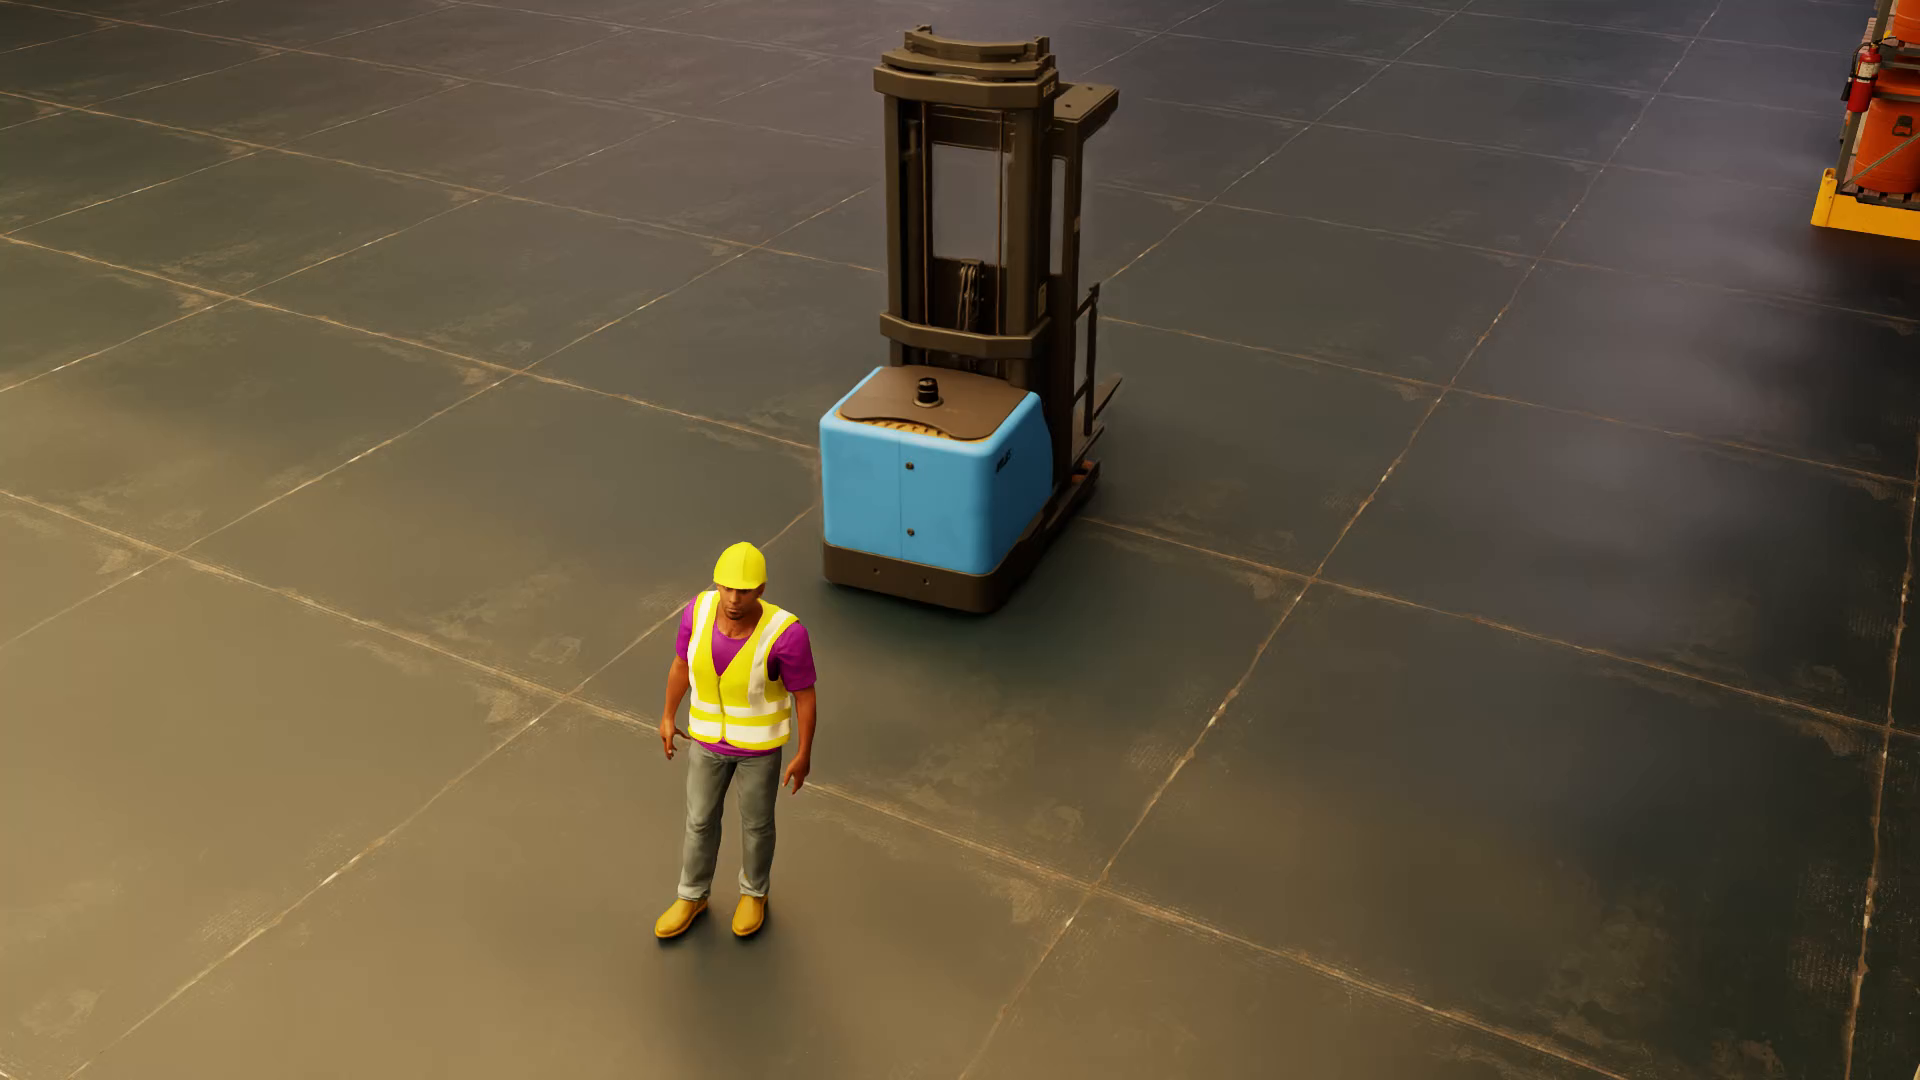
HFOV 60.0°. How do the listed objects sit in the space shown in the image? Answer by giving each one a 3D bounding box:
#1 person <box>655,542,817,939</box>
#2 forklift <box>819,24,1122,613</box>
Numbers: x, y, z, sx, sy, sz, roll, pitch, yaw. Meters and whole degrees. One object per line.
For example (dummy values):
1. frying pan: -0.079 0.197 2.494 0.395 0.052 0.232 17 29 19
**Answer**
1. person: -0.931 0.842 6.763 0.666 1.765 0.577 9 31 15
2. forklift: 0.244 -1.588 9.822 1.130 2.935 3.031 11 32 19
